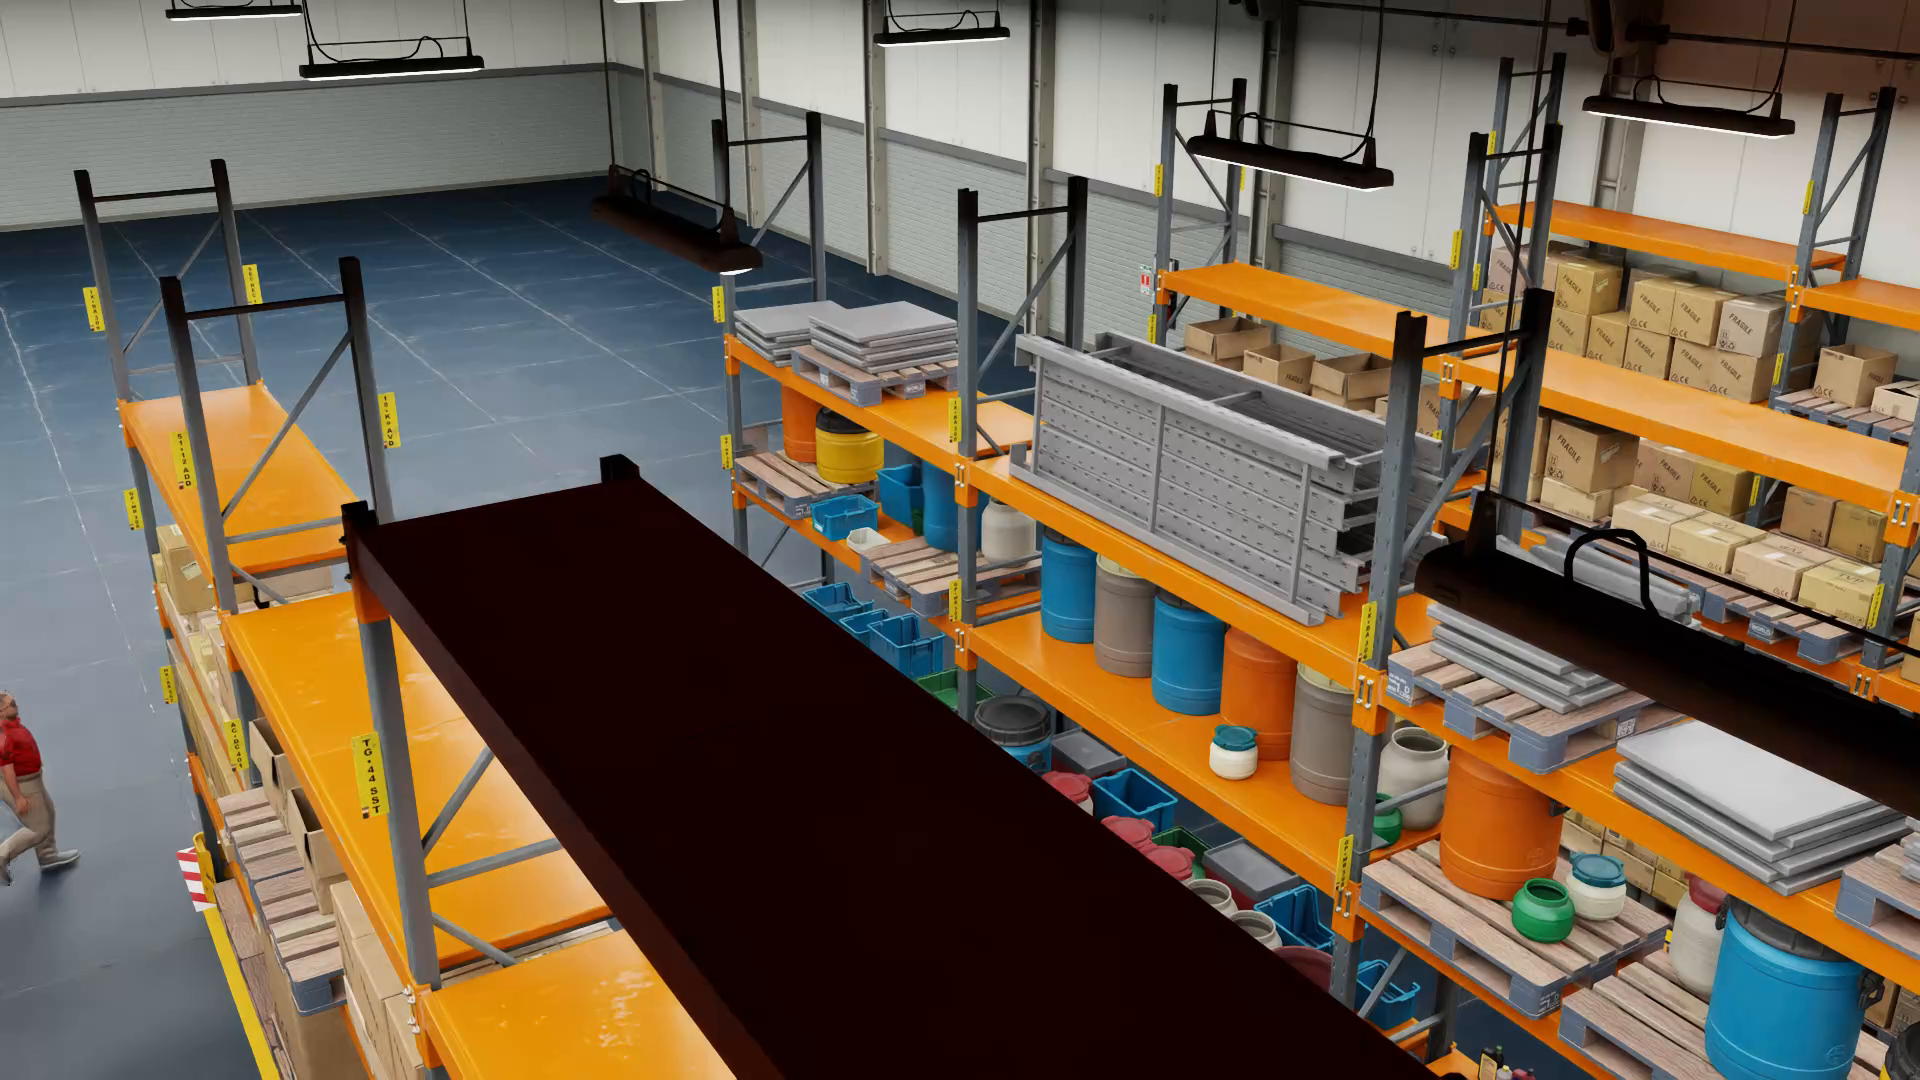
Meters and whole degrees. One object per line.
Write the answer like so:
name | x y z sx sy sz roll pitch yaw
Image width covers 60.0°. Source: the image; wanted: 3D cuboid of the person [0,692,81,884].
person | -7.920 2.057 13.923 0.730 1.703 0.545 -14 26 -31
